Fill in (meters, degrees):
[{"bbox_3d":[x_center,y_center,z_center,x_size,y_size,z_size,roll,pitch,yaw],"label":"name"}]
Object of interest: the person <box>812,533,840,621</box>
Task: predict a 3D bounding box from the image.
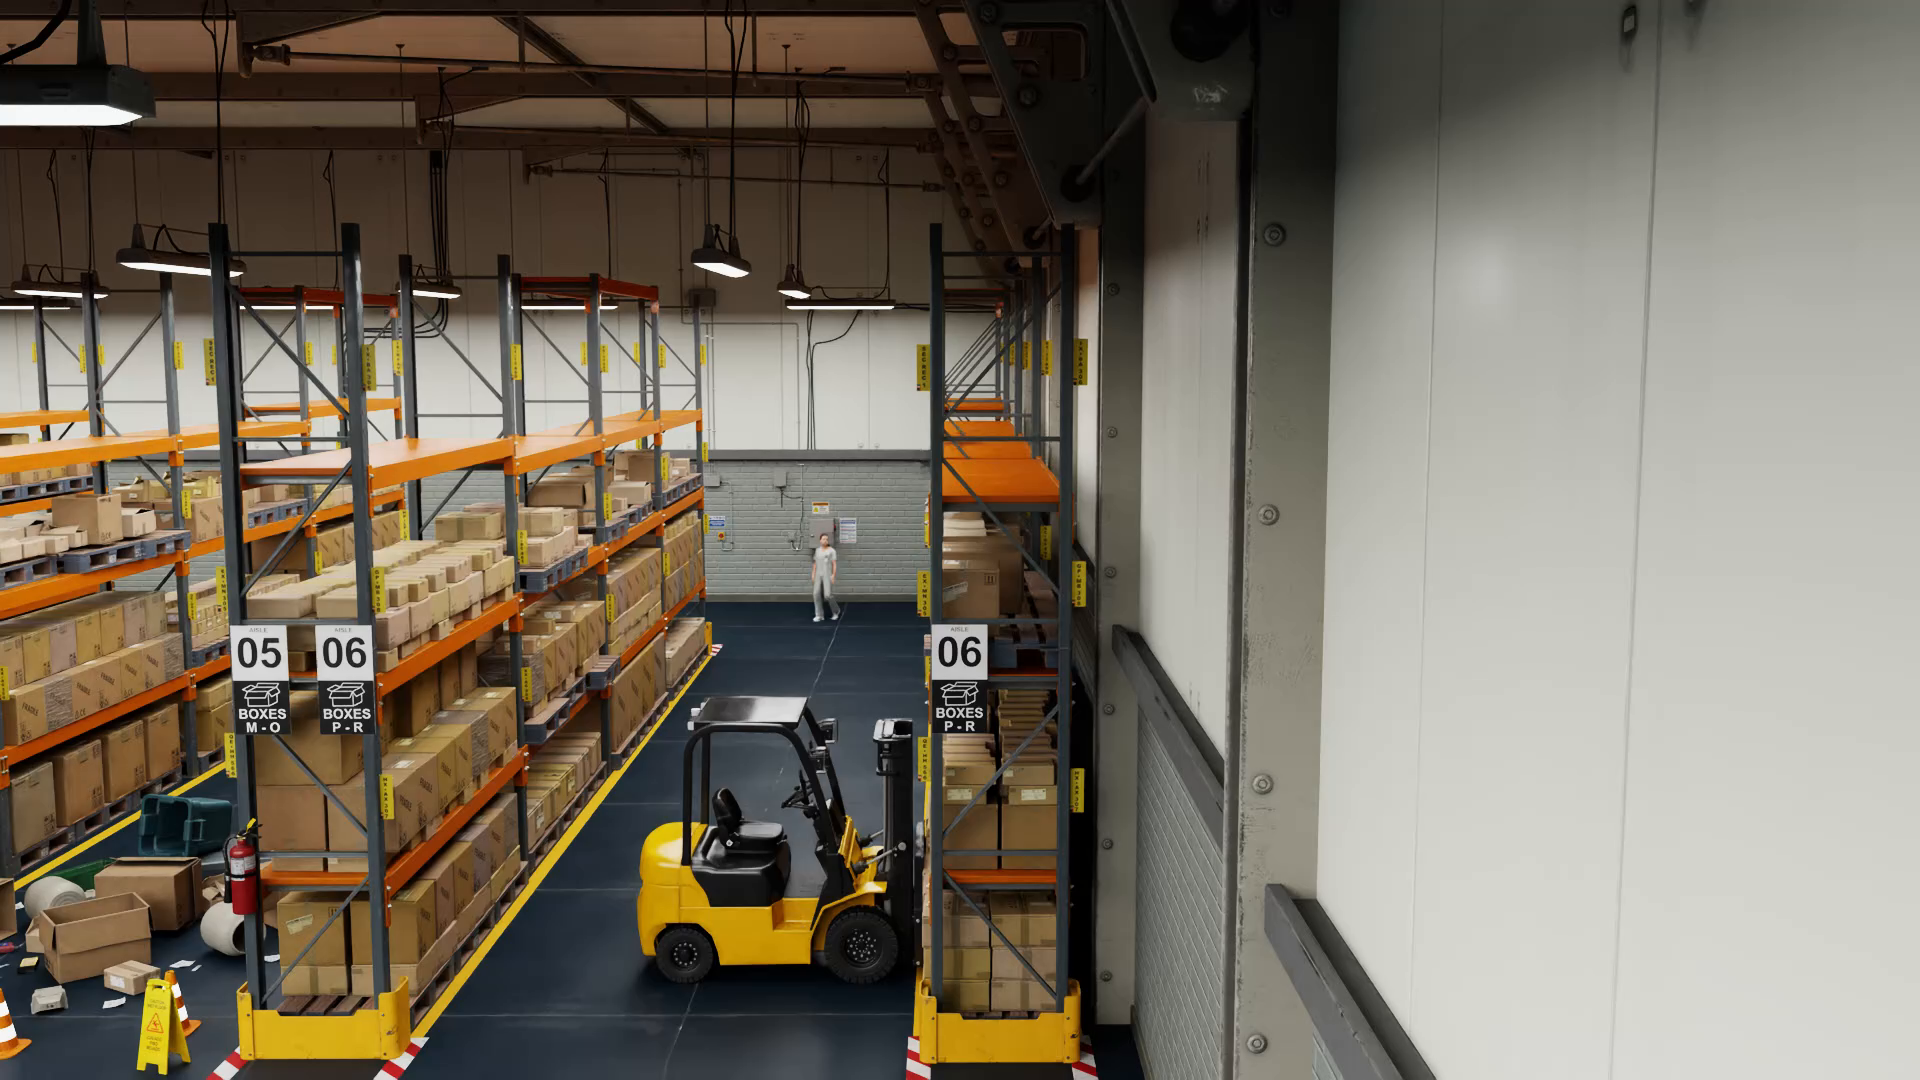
[{"bbox_3d":[-2.562,0.698,31.417,0.489,1.655,0.586,4,8,30],"label":"person"}]
